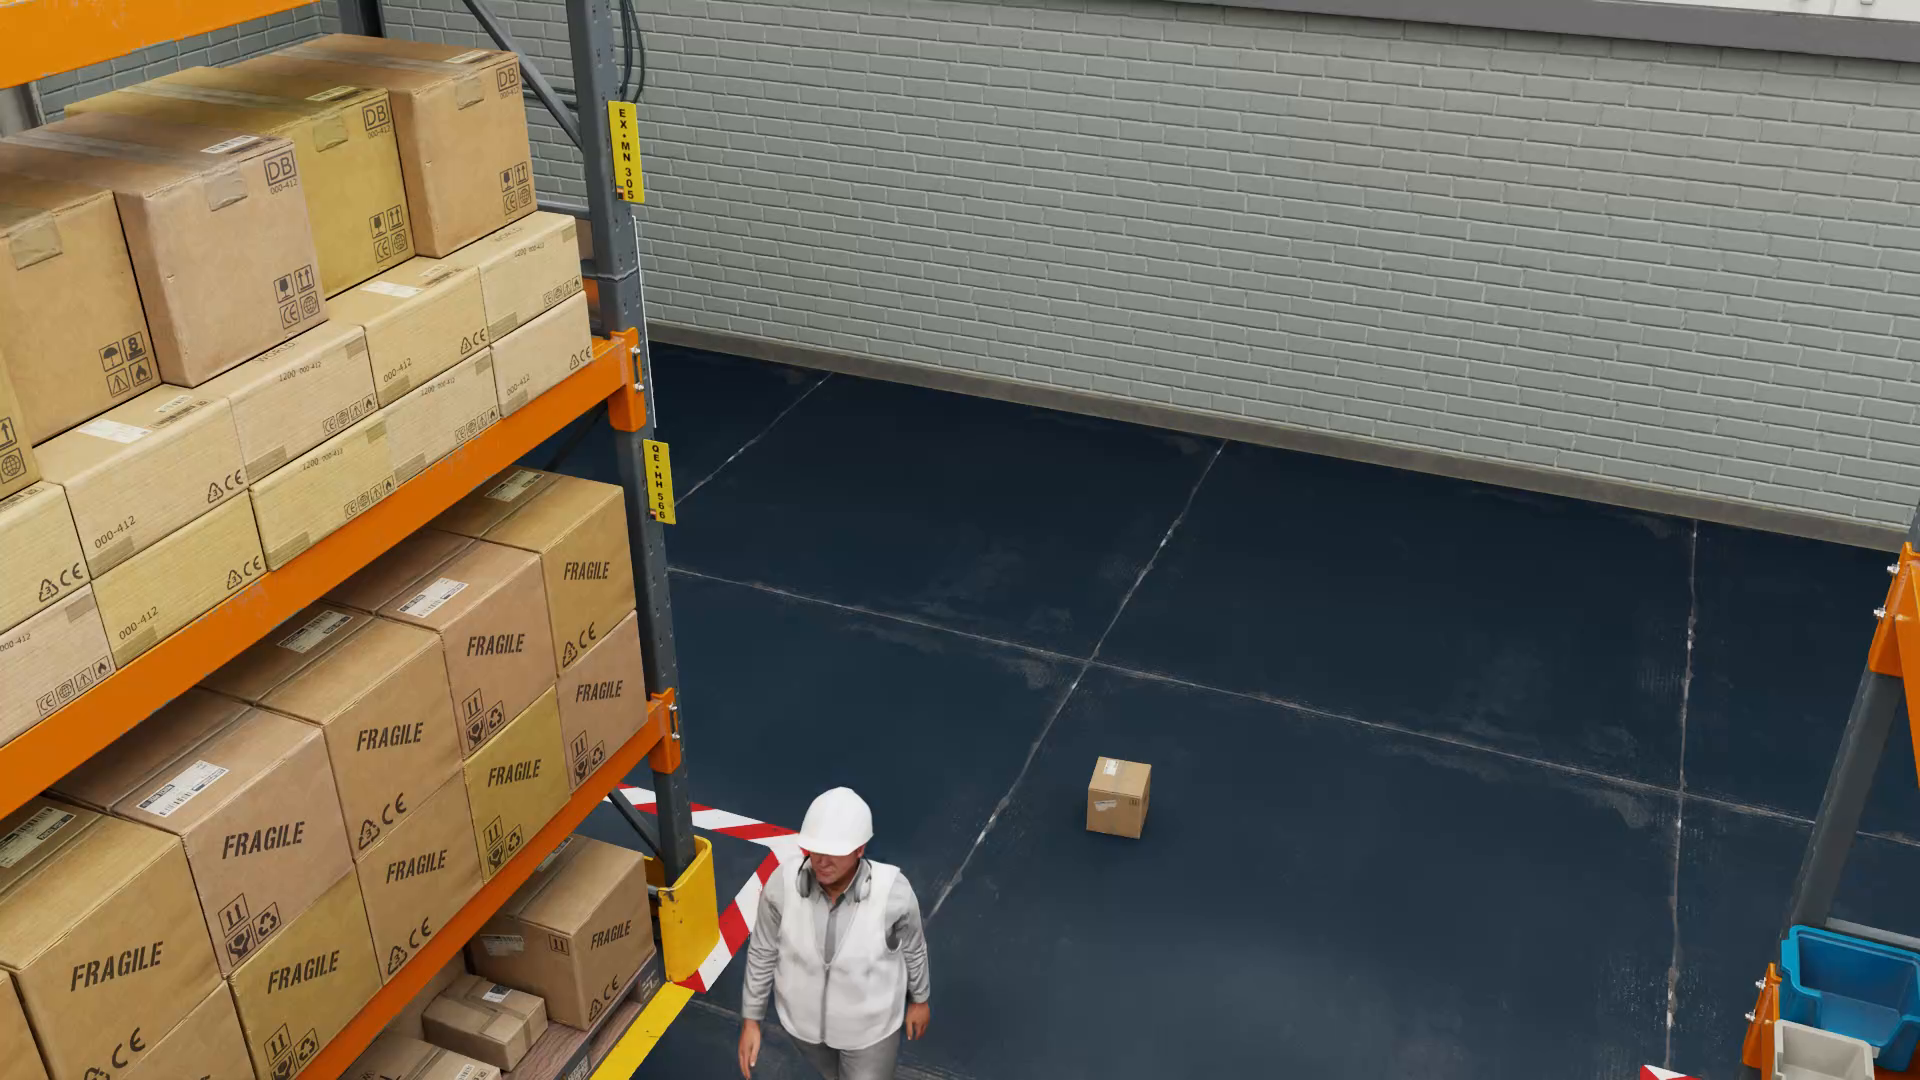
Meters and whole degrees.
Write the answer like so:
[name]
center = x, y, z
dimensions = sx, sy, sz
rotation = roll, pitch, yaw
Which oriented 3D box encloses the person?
[person]
center = -0.435, 1.608, 5.496
dimensions = 0.577, 1.730, 0.950
rotation = 7, 30, 13
